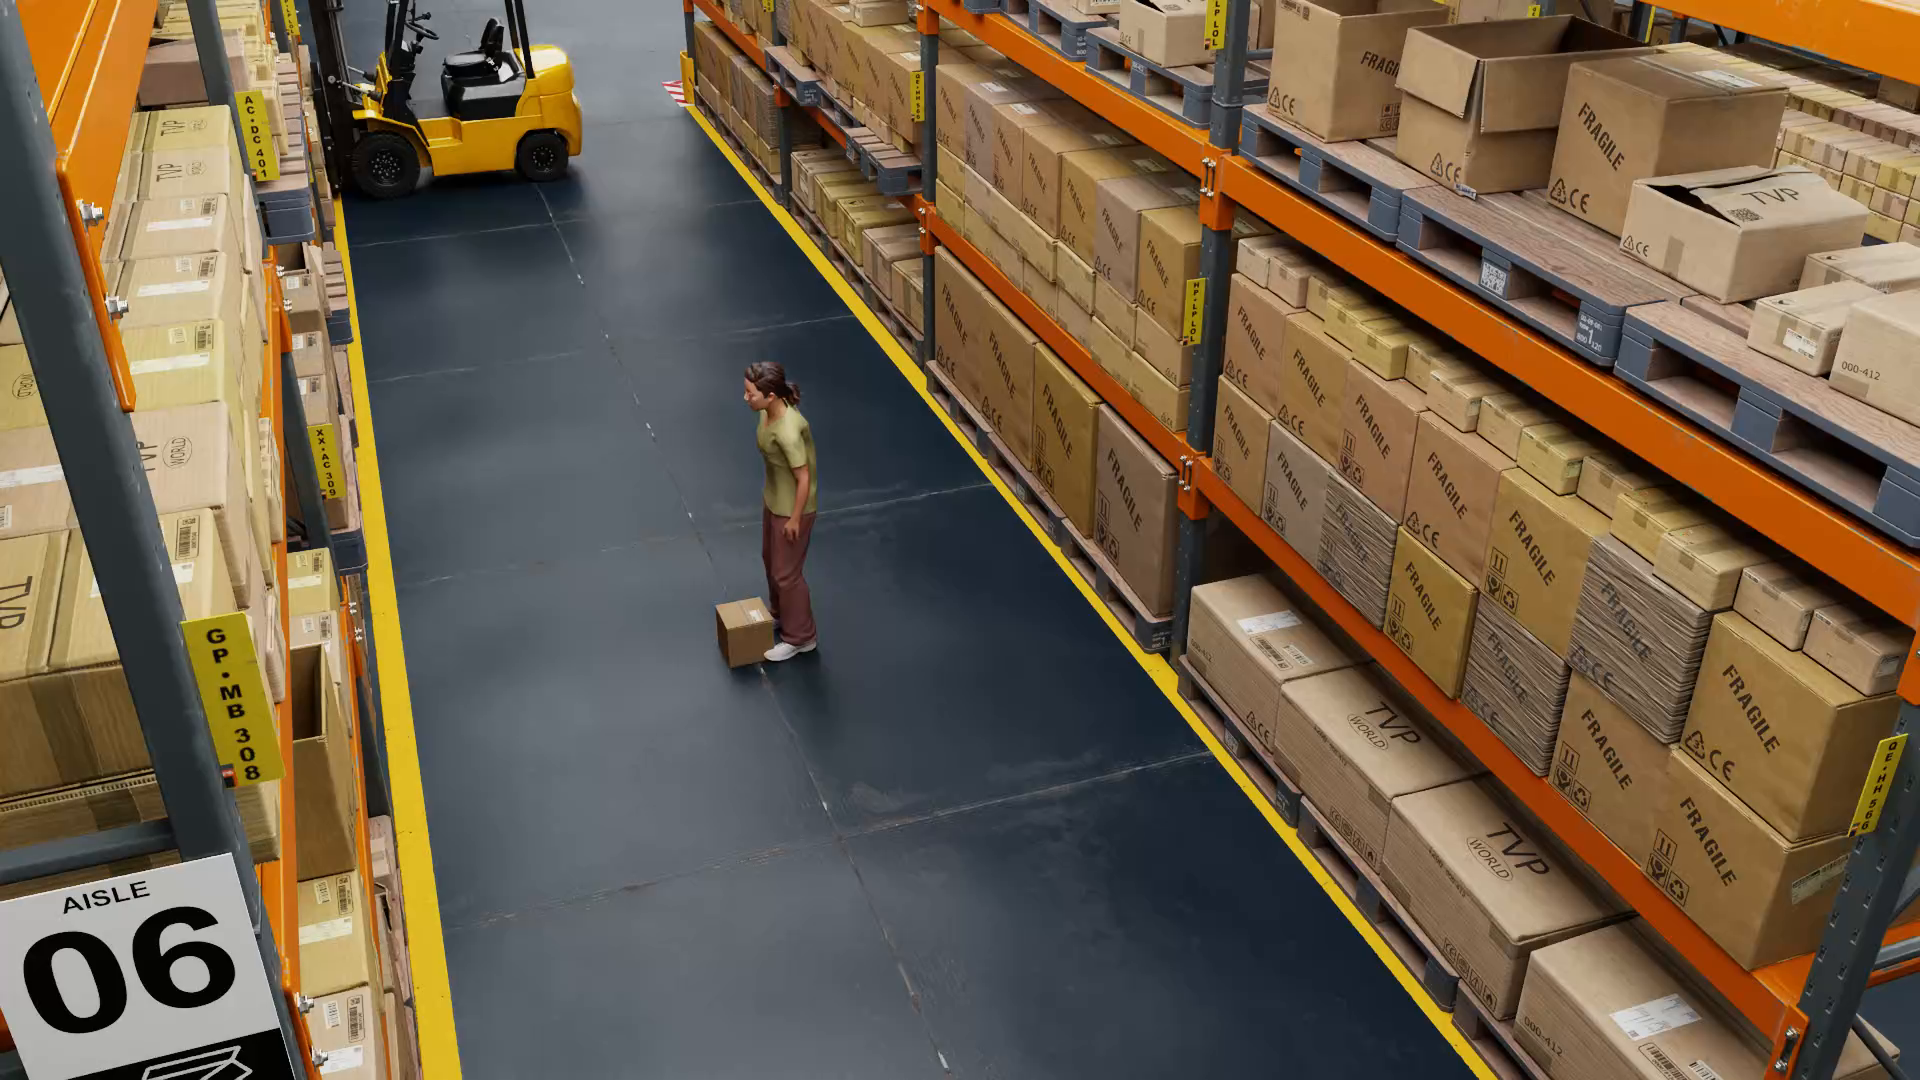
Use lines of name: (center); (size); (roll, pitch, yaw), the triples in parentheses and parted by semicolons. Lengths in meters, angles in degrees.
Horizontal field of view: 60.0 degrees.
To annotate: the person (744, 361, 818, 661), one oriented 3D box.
person: (-0.924, -0.069, 8.696); (0.365, 1.438, 0.498); (-10, 32, -17)
